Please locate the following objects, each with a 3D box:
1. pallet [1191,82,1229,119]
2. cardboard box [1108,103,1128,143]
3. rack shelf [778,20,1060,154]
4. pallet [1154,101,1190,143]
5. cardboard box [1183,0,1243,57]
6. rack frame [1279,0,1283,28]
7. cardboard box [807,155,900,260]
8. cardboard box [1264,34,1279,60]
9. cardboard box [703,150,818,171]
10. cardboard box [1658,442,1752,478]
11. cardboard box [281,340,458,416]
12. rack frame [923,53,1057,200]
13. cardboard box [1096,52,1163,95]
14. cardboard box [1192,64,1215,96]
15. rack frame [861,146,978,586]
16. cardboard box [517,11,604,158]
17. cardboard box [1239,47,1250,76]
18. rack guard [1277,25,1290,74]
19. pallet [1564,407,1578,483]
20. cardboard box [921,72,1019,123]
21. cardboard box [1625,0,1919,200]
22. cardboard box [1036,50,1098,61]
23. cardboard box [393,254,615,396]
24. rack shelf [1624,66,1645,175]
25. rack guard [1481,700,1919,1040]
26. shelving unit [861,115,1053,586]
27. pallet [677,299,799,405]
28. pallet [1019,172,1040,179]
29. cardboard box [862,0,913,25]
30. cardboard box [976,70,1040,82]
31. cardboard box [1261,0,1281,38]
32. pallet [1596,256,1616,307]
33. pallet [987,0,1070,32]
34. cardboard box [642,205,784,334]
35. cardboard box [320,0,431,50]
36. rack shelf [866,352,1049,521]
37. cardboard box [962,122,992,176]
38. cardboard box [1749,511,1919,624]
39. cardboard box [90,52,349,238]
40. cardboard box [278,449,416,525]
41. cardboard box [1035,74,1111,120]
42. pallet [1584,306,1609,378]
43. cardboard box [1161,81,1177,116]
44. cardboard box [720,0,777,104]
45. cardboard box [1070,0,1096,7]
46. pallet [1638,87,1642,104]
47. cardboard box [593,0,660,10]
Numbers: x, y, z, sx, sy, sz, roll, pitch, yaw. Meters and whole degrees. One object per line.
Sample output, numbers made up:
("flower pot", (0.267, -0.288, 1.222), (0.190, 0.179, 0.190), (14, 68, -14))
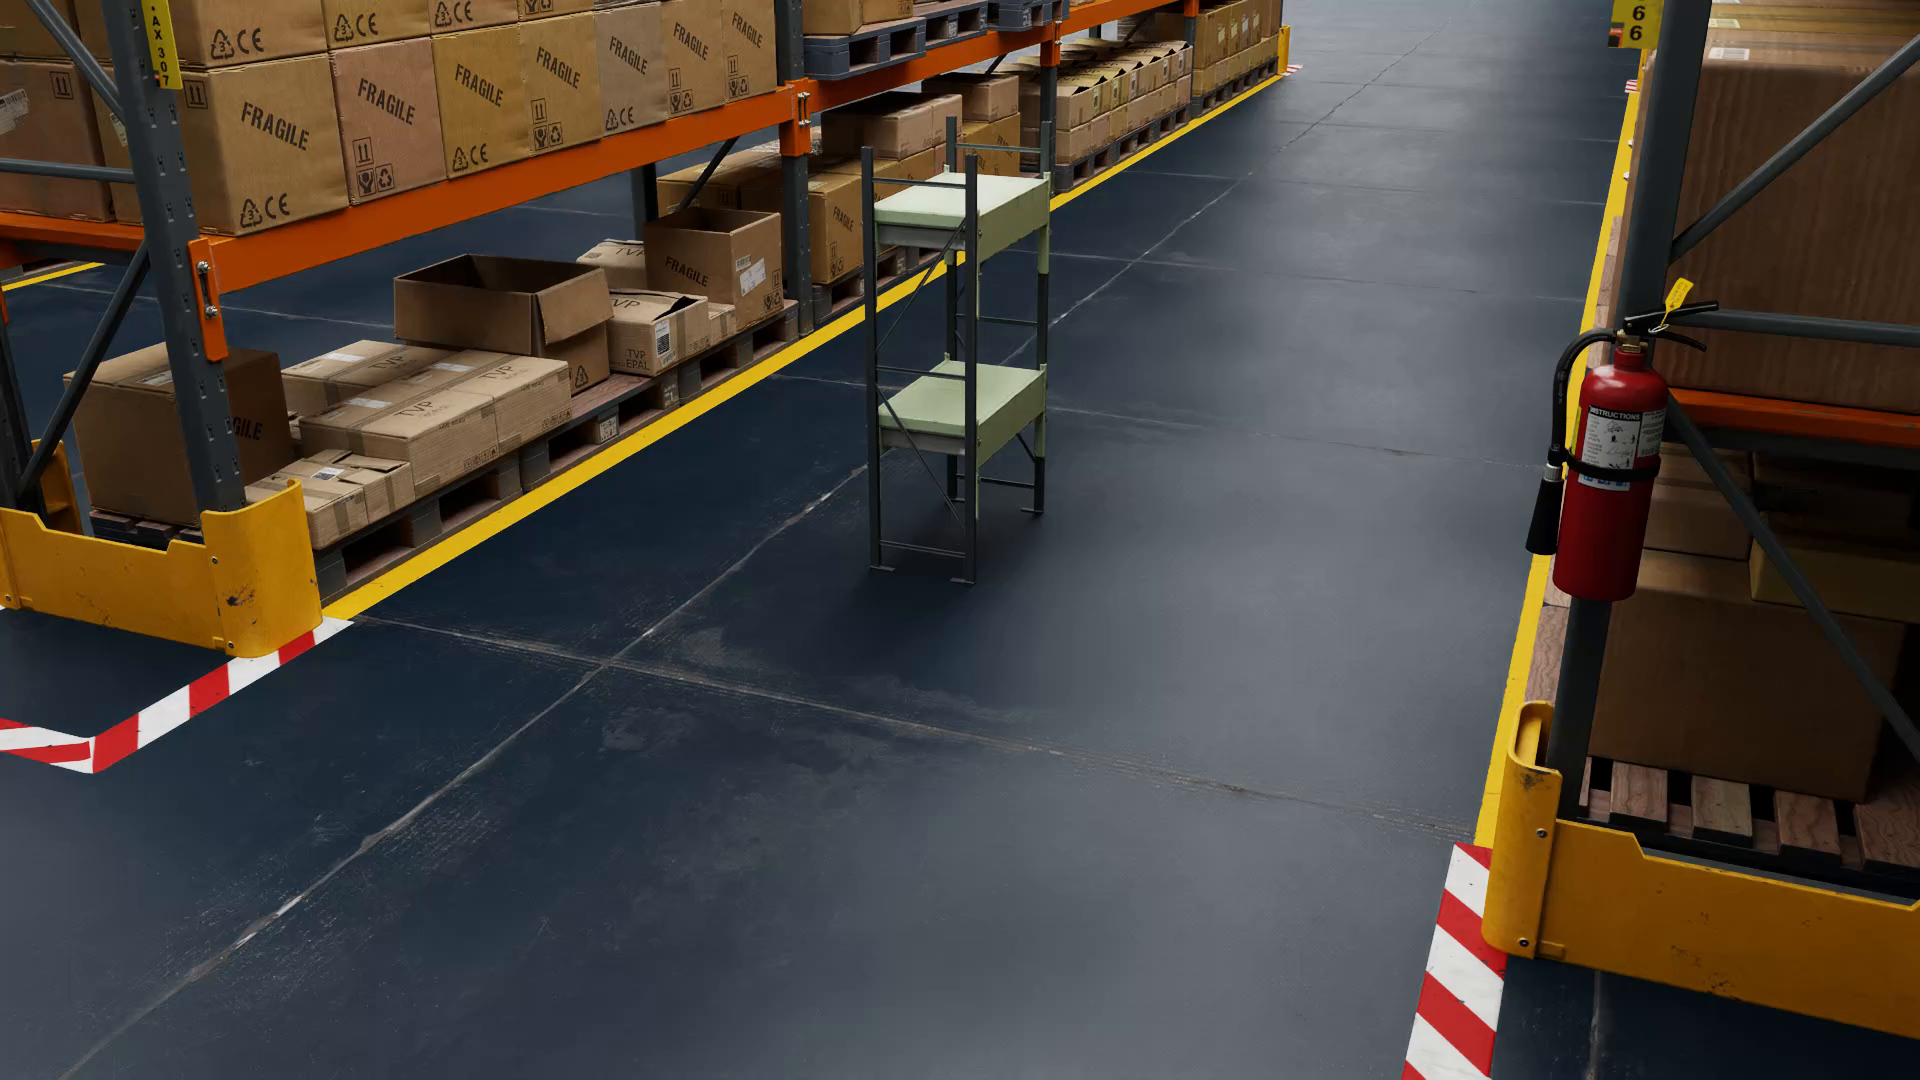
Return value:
("pallet", (2.036, -4.400, 16.509), (1.003, 0.211, 1.213), (9, 24, 20))
("cardboard box", (1.056, -3.414, 13.553), (0.500, 0.250, 0.500), (8, 24, 19))
("rack shelf", (-0.527, -2.929, 10.303), (1.077, 0.370, 4.000), (9, 24, 20))
("pallet", (1.464, -3.852, 15.197), (1.003, 0.211, 1.213), (9, 24, 20))
("cardboard box", (2.536, -5.158, 16.756), (0.500, 0.500, 0.500), (9, 24, 20))
("rack frame", (3.187, -6.839, 18.731), (1.000, 3.000, 0.127), (9, 24, 20))
("cardboard box", (-0.676, -1.925, 9.640), (0.500, 0.500, 0.500), (9, 24, 21))
("cardboard box", (3.262, -5.530, 18.620), (0.500, 0.250, 0.500), (9, 24, 20))
("cardboard box", (-1.161, -1.988, 9.789), (0.500, 0.500, 0.500), (9, 24, 20))
("cardboard box", (1.985, -0.174, 4.631), (0.380, 0.149, 0.250), (9, 24, 21))
("cardboard box", (-2.402, -0.613, 6.823), (0.500, 0.250, 0.500), (9, 24, 20))
("rack frame", (0.216, -3.976, 11.878), (1.000, 3.000, 0.127), (9, 24, 20))
("cardboard box", (1.442, -4.040, 14.326), (0.500, 0.311, 0.500), (9, 24, 20))
("cardboard box", (2.155, -4.455, 16.047), (0.500, 0.250, 0.500), (9, 24, 20))
("rack frame", (-0.133, -0.563, 5.653), (0.400, 1.500, 0.023), (9, 24, 20))
("cardboard box", (-1.783, -1.824, 6.595), (0.500, 0.500, 0.500), (9, 24, 21))
("cardboard box", (2.716, -4.991, 17.331), (0.500, 0.250, 0.500), (9, 24, 20))
("rack guard", (3.196, -5.694, 19.234), (1.175, 0.500, 0.348), (9, 24, 20))
("pallet", (2.975, -0.289, 6.669), (1.003, 0.211, 1.213), (9, 24, 20))
("cardboard box", (0.069, -2.983, 11.199), (0.500, 0.250, 0.500), (10, 25, 22))
("cardboard box", (2.577, -1.261, 4.989), (0.980, 0.700, 0.700), (8, 24, 17))
("cardboard box", (0.935, -4.116, 14.506), (0.500, 0.311, 0.500), (8, 24, 18))
("cardboard box", (-1.963, -0.923, 7.236), (0.797, 0.503, 0.637), (9, 24, 20))
("rack shelf", (4.073, -2.221, 8.608), (1.077, 0.370, 4.000), (9, 24, 20))
("rack guard", (1.836, 0.756, 3.790), (1.175, 0.500, 0.348), (9, 24, 20))
("shelving unit", (0.002, -0.694, 5.967), (0.431, 1.500, 0.755), (9, 24, 20))
("pallet", (-1.526, -1.012, 8.400), (1.003, 0.211, 1.213), (9, 24, 20))
("pallet", (-0.097, -2.428, 11.789), (1.003, 0.211, 1.213), (9, 24, 20))
("cardboard box", (-0.690, -3.177, 9.291), (0.700, 0.500, 0.500), (13, 26, 28))
("cardboard box", (0.369, -3.570, 13.199), (0.500, 0.311, 0.500), (8, 24, 19))
("cardboard box", (3.264, -5.876, 18.475), (0.500, 0.500, 0.500), (9, 24, 20))
("pallet", (3.999, -1.275, 9.029), (1.003, 0.211, 1.213), (9, 24, 20))
("pallet", (0.029, -3.635, 11.310), (1.213, 0.211, 1.003), (9, 24, 20))
("cardboard box", (-1.218, -1.350, 8.262), (0.500, 0.500, 0.500), (9, 24, 20))
("cardboard box", (-2.159, -1.930, 5.552), (0.500, 0.500, 0.500), (9, 24, 21))
("rack shelf", (0.002, -0.394, 6.092), (0.431, 0.370, 0.720), (9, 24, 20))
("cardboard box", (-0.106, -2.472, 10.950), (0.500, 0.500, 0.500), (8, 24, 18))
("cardboard box", (2.151, 0.063, 4.063), (0.380, 0.149, 0.250), (9, 24, 20))
("cardboard box", (-2.346, -1.281, 5.294), (0.500, 0.500, 0.500), (9, 24, 21))
("cardboard box", (-2.188, -0.199, 5.940), (0.380, 0.166, 0.250), (9, 24, 20))
("cardboard box", (0.870, -3.495, 13.020), (0.500, 0.311, 0.500), (8, 24, 19))
("pallet", (3.547, -0.837, 7.980), (1.003, 0.211, 1.213), (9, 24, 20))
("cardboard box", (1.627, -3.962, 14.866), (0.500, 0.250, 0.500), (8, 24, 19))
("cardboard box", (-1.218, -2.375, 7.915), (0.500, 0.500, 0.500), (9, 24, 21))
("cardboard box", (0.728, -4.228, 12.595), (0.500, 0.311, 0.500), (8, 24, 19))
("pallet", (6.970, -4.097, 15.784), (1.003, 0.211, 1.213), (9, 24, 20))
("cardboard box", (-1.593, -2.470, 6.845), (0.500, 0.500, 0.500), (9, 24, 20))
